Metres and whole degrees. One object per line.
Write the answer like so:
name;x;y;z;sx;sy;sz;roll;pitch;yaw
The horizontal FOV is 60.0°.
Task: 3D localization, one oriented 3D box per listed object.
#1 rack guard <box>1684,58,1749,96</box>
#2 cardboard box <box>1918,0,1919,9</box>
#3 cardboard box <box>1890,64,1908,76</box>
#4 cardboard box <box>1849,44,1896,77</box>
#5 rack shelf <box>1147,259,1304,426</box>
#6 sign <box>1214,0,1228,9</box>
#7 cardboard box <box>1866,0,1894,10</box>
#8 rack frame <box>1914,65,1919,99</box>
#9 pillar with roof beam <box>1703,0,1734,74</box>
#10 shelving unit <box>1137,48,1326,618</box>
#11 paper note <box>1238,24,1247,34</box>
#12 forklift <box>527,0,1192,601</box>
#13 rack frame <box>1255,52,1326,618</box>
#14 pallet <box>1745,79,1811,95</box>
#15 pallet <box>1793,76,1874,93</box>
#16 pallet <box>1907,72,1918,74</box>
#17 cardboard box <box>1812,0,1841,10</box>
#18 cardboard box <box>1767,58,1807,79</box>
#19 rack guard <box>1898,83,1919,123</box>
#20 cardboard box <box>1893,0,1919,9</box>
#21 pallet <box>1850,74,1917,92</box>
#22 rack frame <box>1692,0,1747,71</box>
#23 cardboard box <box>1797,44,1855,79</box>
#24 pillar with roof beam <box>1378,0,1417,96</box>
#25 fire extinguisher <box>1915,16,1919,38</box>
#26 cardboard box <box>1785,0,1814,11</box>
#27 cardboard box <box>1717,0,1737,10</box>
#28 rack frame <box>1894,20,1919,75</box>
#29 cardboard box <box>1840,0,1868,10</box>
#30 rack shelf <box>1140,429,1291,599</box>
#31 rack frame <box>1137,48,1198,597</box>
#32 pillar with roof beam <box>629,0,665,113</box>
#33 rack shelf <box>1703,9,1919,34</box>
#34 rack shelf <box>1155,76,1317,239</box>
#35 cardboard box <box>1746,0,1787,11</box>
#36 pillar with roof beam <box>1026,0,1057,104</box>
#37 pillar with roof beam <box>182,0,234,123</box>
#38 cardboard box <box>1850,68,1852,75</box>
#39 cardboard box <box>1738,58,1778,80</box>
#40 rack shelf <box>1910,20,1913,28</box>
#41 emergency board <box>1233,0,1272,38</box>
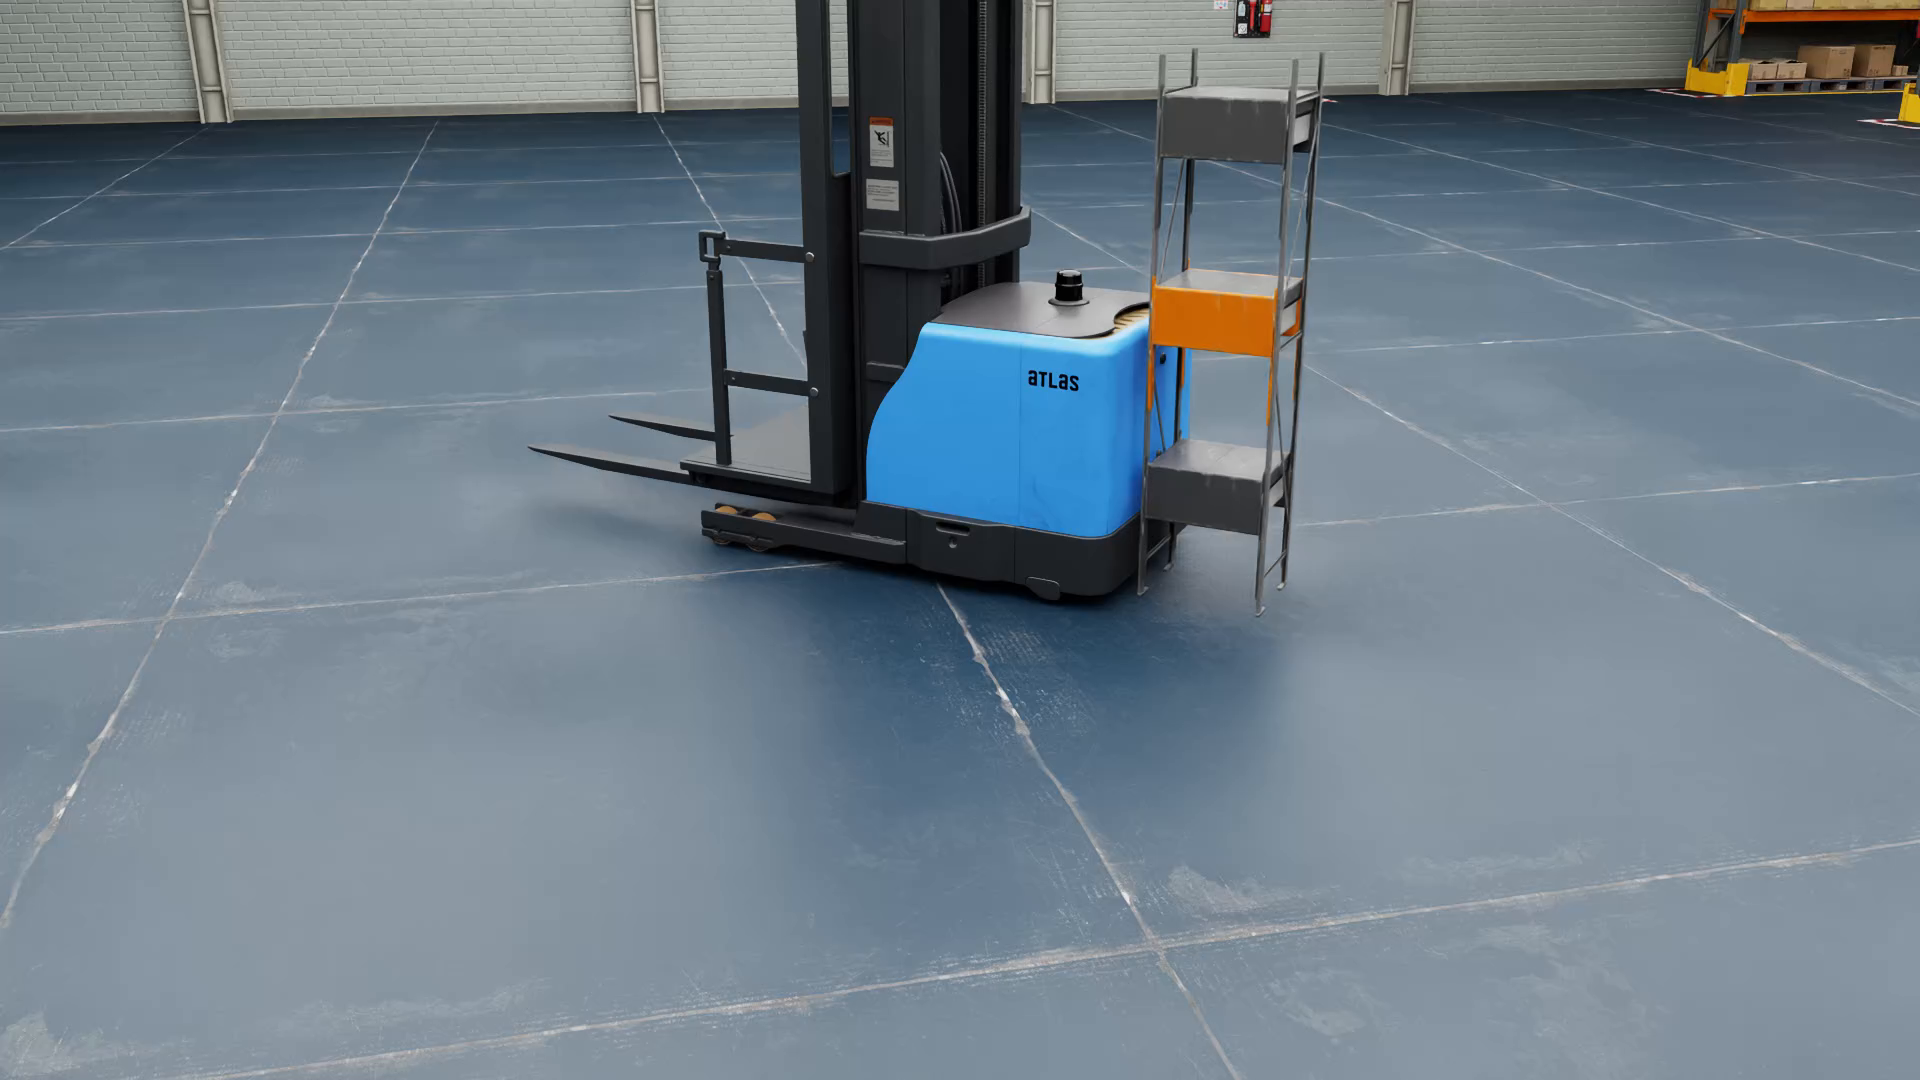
rack guard;12.523;-7.672;27.532;0.348;0.500;1.175;-5;21;-12
cardboard box;15.951;-8.956;27.593;0.500;0.250;0.500;-5;21;-12
cardboard box;15.828;-7.980;28.219;0.250;0.166;0.380;-7;21;-20
cardboard box;15.341;-8.094;28.043;0.500;0.500;0.500;-6;21;-17
rack shelf;1.028;-0.770;6.403;0.480;0.518;0.431;10;22;24
sign;4.117;-8.535;26.200;0.234;0.329;0.001;-5;21;-12
cardboard box;14.978;-8.875;27.370;0.500;0.250;0.500;-5;21;-13
rack frame;13.593;-7.182;22.560;0.127;3.000;1.000;-5;21;-12
pillar with roof beam;13.922;-10.561;23.062;0.400;9.000;9.100;-5;21;-12
shelving unit;1.028;-0.783;6.398;0.503;2.100;0.431;10;22;24
paper note;4.491;-8.123;26.408;0.142;0.148;0.016;-5;21;-12
forklift;-0.554;-1.474;7.078;3.031;2.935;1.130;10;22;25
rack frame;1.247;-0.746;6.298;0.015;2.100;0.400;10;22;24
pallet;13.322;-7.589;27.725;1.213;0.211;1.003;-5;21;-12
pallet;14.507;-7.684;27.985;1.213;0.211;1.003;-5;21;-12
pallet;17.099;-7.909;28.599;1.213;0.211;1.003;-5;21;-12
cardboard box;13.996;-8.795;27.153;0.500;0.250;0.500;-5;21;-13
cardboard box;13.698;-7.854;27.663;0.500;0.311;0.500;-3;20;-8
rack guard;13.569;-6.006;22.985;0.348;0.500;1.175;-5;21;-12
cardboard box;15.464;-8.920;27.493;0.500;0.250;0.500;-5;21;-12
pallet;15.696;-7.782;28.252;1.213;0.211;1.003;-5;21;-12
rack frame;12.449;-8.840;27.086;0.127;3.000;1.000;-5;21;-12
cardboard box;14.423;-7.984;27.743;0.500;0.500;0.700;-6;21;-16
pillar with roof beam;8.083;-10.086;21.765;0.400;9.000;9.100;-5;21;-12
fire extinguisher;13.371;-7.292;22.972;0.183;0.674;0.296;-5;21;-12
cardboard box;13.499;-8.757;27.049;0.500;0.250;0.500;-5;21;-14
cardboard box;12.859;-8.881;27.386;0.500;0.250;0.500;-4;21;-12
rack frame;16.342;-9.156;27.950;0.127;3.000;1.000;-5;21;-12
cardboard box;14.489;-8.835;27.260;0.500;0.250;0.500;-4;21;-12
rack shelf;1.027;-0.113;6.644;0.480;0.518;0.431;10;22;24
rack frame;0.809;-0.820;6.498;0.015;2.100;0.400;10;22;24
pillar with roof beam;-3.595;-9.136;19.172;0.400;9.000;9.100;-5;21;-12
rack shelf;14.396;-8.660;27.642;4.000;0.370;1.077;-5;21;-12
rack shelf;1.029;-1.427;6.162;0.480;0.518;0.431;10;22;24
cardboard box;12.997;-8.711;26.923;0.500;0.250;0.500;-5;21;-14
pillar with roof beam;2.244;-9.611;20.469;0.400;9.000;9.100;-5;21;-12
pillar with roof beam;-9.434;-8.661;17.876;0.400;9.000;9.100;-5;21;-12
cardboard box;14.781;-7.905;28.037;0.250;0.149;0.380;-6;21;-17
cardboard box;13.143;-7.809;27.540;0.500;0.311;0.500;-7;21;-19
rack shelf;18.288;-8.977;28.506;4.000;0.370;1.077;-5;21;-12
emergency board;4.679;-8.527;26.232;0.643;1.169;0.194;-5;21;-12
